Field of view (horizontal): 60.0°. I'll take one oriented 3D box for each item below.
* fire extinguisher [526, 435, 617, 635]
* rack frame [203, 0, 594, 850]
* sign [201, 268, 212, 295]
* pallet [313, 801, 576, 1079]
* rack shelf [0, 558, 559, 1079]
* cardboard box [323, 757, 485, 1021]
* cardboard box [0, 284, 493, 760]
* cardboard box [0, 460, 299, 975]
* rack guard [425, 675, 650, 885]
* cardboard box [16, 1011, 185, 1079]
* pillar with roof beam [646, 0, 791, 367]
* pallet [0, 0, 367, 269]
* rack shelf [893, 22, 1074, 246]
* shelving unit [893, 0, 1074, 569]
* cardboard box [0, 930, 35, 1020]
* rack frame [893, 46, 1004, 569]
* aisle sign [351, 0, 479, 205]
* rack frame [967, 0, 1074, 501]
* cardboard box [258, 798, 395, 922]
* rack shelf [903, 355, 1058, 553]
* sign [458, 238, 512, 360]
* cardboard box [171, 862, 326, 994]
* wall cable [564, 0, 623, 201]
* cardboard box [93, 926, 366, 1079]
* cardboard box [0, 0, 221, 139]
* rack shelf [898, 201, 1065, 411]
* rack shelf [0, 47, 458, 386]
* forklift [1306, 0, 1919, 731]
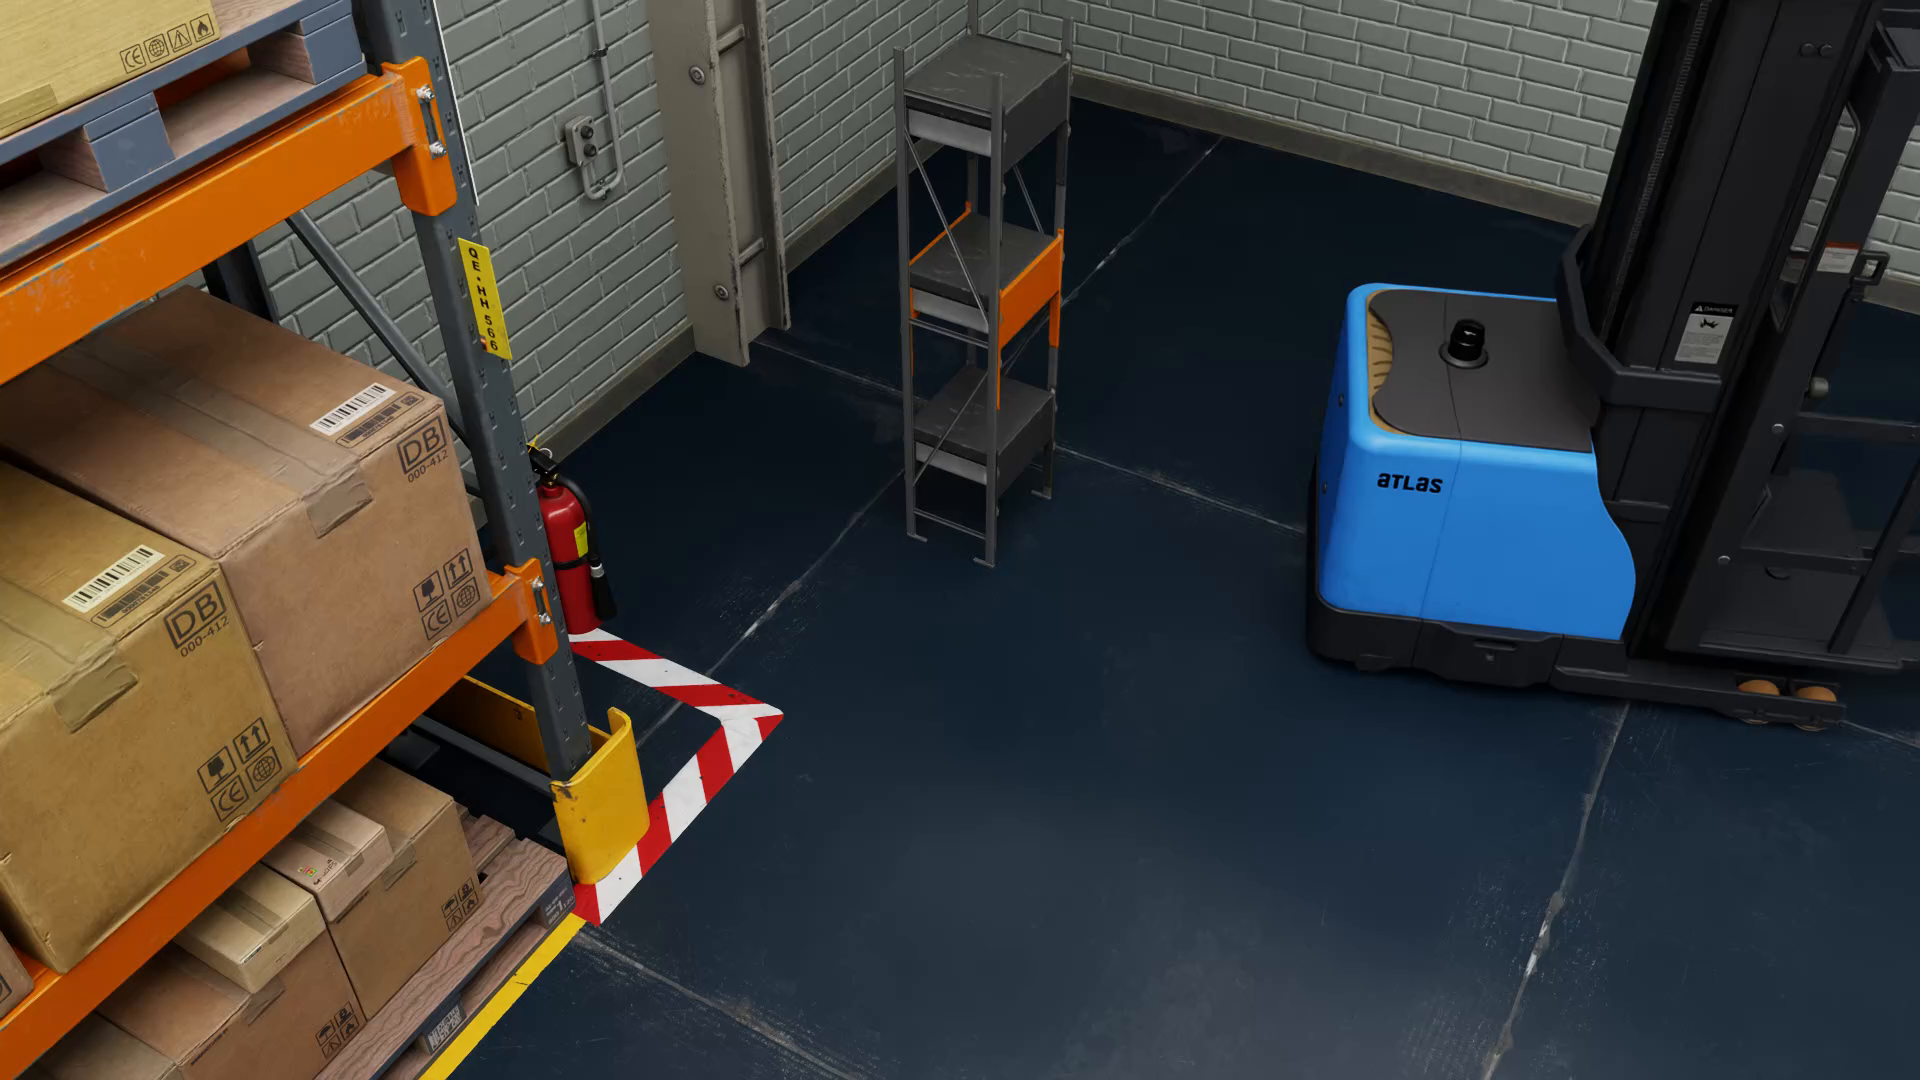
[{"bbox_3d":[-1.158,-0.019,4.843,0.296,0.674,0.183,21,45,22],"label":"fire extinguisher"},{"bbox_3d":[-1.633,-0.254,4.769,1.000,3.000,0.127,21,45,22],"label":"rack frame"},{"bbox_3d":[-2.111,-0.796,4.669,0.100,0.325,0.005,21,45,22],"label":"sign"},{"bbox_3d":[-1.966,1.276,5.142,1.003,0.211,1.213,21,45,22],"label":"pallet"},{"bbox_3d":[-2.634,1.160,3.707,1.077,0.370,4.000,21,45,22],"label":"rack shelf"},{"bbox_3d":[-1.897,0.960,4.964,0.700,0.500,0.500,21,45,22],"label":"cardboard box"},{"bbox_3d":[-1.880,-0.072,4.335,0.980,0.700,0.700,23,46,24],"label":"cardboard box"},{"bbox_3d":[-2.234,0.348,3.858,0.980,0.700,0.700,21,45,22],"label":"cardboard box"},{"bbox_3d":[-1.621,0.670,5.611,1.175,0.500,0.348,21,45,22],"label":"rack guard"},{"bbox_3d":[-2.399,1.534,4.312,0.700,0.500,0.500,19,45,21],"label":"cardboard box"},{"bbox_3d":[2.696,-2.913,3.249,9.100,9.000,0.400,21,45,22],"label":"pillar with roof beam"},{"bbox_3d":[-1.996,-0.919,3.321,1.003,0.211,1.213,21,45,22],"label":"pallet"},{"bbox_3d":[0.083,-1.398,5.710,0.431,0.518,0.480,21,45,22],"label":"rack shelf"},{"bbox_3d":[0.083,-0.883,6.164,0.431,2.100,0.503,21,45,22],"label":"shelving unit"},{"bbox_3d":[-2.624,0.781,3.366,0.980,0.700,0.700,19,45,20],"label":"cardboard box"},{"bbox_3d":[-0.039,-0.743,6.005,0.400,2.100,0.015,21,45,22],"label":"rack frame"},{"bbox_3d":[-1.338,-1.172,3.844,0.394,0.787,0.004,21,45,22],"label":"aisle sign"},{"bbox_3d":[0.205,-1.022,6.322,0.400,2.100,0.015,21,45,22],"label":"rack frame"},{"bbox_3d":[-1.804,0.850,4.598,0.380,0.149,0.250,20,45,22],"label":"cardboard box"},{"bbox_3d":[0.083,-0.347,6.635,0.431,0.518,0.480,21,45,22],"label":"rack shelf"},{"bbox_3d":[-1.171,-0.590,4.095,0.100,0.325,0.005,21,45,22],"label":"sign"},{"bbox_3d":[-1.931,0.997,4.432,0.380,0.149,0.250,22,46,23],"label":"cardboard box"},{"bbox_3d":[-1.812,-1.681,5.621,0.084,1.984,1.851,21,45,22],"label":"wall cable"},{"bbox_3d":[-2.148,1.246,4.639,0.700,0.500,0.500,21,45,22],"label":"cardboard box"},{"bbox_3d":[-1.770,-1.012,3.080,0.500,0.250,0.500,22,46,23],"label":"cardboard box"},{"bbox_3d":[0.083,-0.872,6.173,0.431,0.518,0.480,21,45,22],"label":"rack shelf"},{"bbox_3d":[-2.634,0.034,2.716,1.077,0.370,4.000,21,45,22],"label":"rack shelf"},{"bbox_3d":[2.860,-0.795,5.435,3.031,2.935,1.130,6,42,7],"label":"forklift"}]
